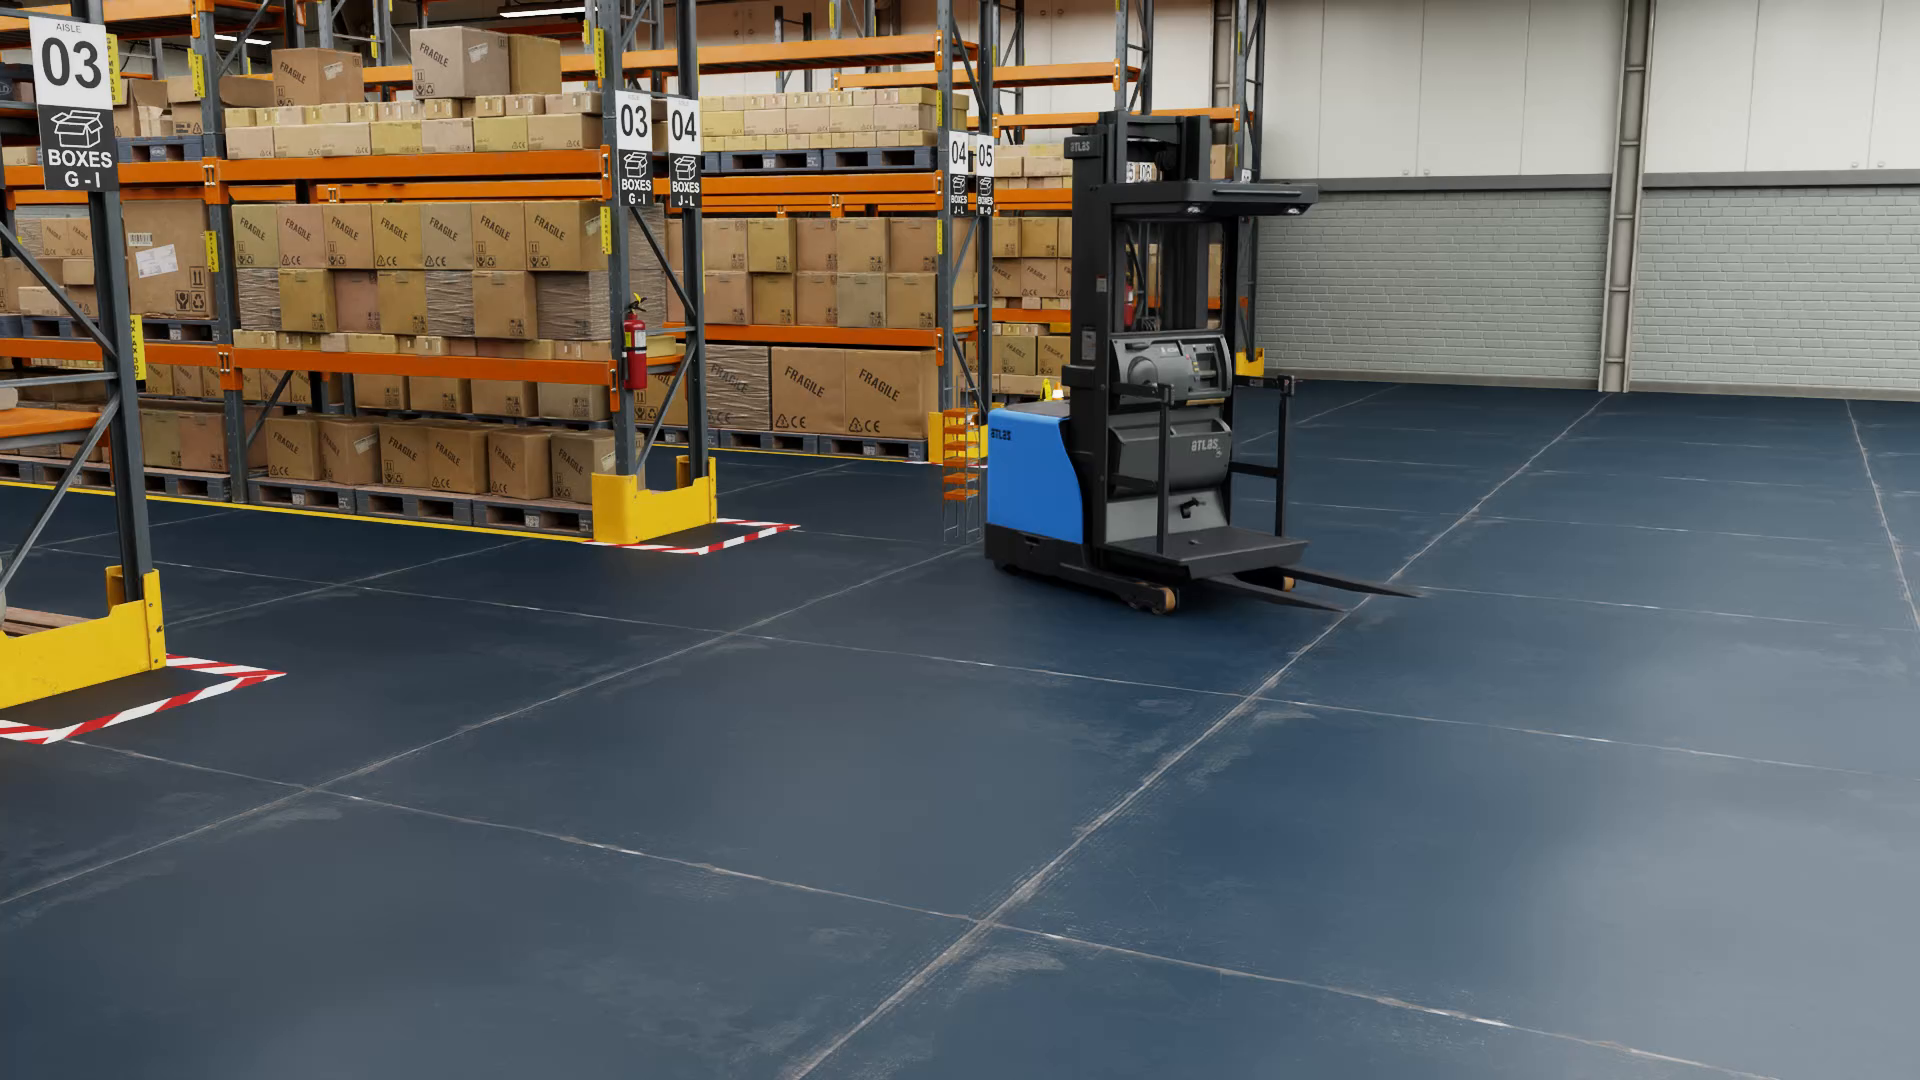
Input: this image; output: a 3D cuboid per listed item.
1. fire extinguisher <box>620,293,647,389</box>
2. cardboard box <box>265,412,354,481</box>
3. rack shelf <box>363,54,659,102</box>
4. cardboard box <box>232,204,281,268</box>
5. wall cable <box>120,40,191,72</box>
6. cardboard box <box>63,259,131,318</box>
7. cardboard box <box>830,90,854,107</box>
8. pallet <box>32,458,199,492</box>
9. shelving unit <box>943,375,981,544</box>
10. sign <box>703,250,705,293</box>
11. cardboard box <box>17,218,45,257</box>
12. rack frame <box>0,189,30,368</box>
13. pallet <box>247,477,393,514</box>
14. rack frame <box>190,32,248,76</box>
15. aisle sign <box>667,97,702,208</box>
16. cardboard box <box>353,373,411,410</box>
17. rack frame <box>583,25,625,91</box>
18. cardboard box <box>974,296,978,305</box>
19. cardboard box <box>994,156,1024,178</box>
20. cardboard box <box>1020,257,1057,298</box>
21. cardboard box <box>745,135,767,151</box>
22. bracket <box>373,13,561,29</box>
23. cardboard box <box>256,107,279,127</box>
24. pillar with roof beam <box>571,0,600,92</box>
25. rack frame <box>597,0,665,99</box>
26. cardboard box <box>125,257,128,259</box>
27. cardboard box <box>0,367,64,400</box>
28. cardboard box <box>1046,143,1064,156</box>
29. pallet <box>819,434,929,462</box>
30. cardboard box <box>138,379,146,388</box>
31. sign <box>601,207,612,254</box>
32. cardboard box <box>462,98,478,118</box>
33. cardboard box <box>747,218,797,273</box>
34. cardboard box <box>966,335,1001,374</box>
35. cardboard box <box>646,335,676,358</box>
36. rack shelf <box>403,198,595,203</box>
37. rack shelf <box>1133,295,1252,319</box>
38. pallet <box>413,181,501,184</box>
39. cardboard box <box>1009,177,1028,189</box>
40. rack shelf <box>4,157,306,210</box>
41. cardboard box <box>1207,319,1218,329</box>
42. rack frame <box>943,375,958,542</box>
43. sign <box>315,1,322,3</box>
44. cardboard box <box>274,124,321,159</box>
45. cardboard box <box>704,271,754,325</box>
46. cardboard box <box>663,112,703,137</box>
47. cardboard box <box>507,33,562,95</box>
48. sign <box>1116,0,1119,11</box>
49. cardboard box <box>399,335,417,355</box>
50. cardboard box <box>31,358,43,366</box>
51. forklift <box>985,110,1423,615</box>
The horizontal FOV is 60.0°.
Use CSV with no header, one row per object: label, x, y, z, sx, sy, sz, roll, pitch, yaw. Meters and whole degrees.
fire extinguisher,-2.329,-1.420,11.868,0.183,0.674,0.296,5,11,26
cardboard box,-5.474,-0.794,14.035,0.500,0.500,0.500,5,11,24
rack shelf,-5.323,-5.198,18.828,4.000,0.370,1.077,5,11,26
cardboard box,-5.524,-2.467,13.515,0.500,0.500,0.500,5,11,26
wall cable,-15.815,-8.319,32.824,0.133,3.039,2.988,5,11,26
cardboard box,-7.410,-2.235,14.686,0.637,0.503,0.797,6,12,32
cardboard box,-1.080,-4.358,16.469,0.250,0.149,0.380,5,12,27
pallet,-7.612,-0.640,15.175,1.213,0.211,1.003,5,11,26
shelving unit,0.013,-0.589,12.117,0.189,1.200,0.258,5,11,26
sign,-1.988,-2.053,12.719,0.005,0.325,0.100,5,11,26
cardboard box,-12.164,-4.034,22.173,0.500,0.500,0.500,5,12,27
rack frame,-9.402,-2.171,15.801,0.127,3.000,1.000,5,11,26
pallet,-5.197,-0.436,14.046,1.213,0.211,1.003,5,11,26
rack frame,-12.191,-7.336,27.495,0.127,3.000,1.000,5,11,26
aisle sign,-2.039,-2.862,12.324,0.004,0.787,0.394,5,11,26
cardboard box,-6.610,-1.992,19.952,0.750,0.750,1.050,5,11,25
rack frame,-6.411,-7.814,30.135,0.127,3.000,1.000,5,11,26
cardboard box,0.365,-3.118,21.742,0.250,0.149,0.380,5,11,26
cardboard box,0.661,-4.749,21.209,0.500,0.250,0.500,5,12,27
cardboard box,1.102,-3.357,21.243,0.500,0.500,0.500,5,11,26
cardboard box,-1.989,-4.045,16.980,0.250,0.149,0.380,5,11,27
bracket,-9.476,-9.963,31.902,4.783,0.066,0.076,5,11,26
cardboard box,-5.391,-3.369,13.301,0.250,0.149,0.380,4,11,23
pillar with roof beam,-8.542,-7.325,27.435,0.548,9.000,9.100,5,11,26
rack frame,-3.529,-5.592,17.858,0.127,3.000,1.000,5,11,26
cardboard box,-10.554,-3.541,21.230,0.250,0.149,0.380,6,12,29
cardboard box,-8.788,-1.478,15.652,0.500,0.250,0.500,6,12,28
cardboard box,1.272,-4.891,20.875,0.250,0.149,0.380,5,11,25
pallet,-0.694,-1.003,17.178,1.213,0.211,1.003,5,11,26
cardboard box,-10.888,-2.154,22.534,0.250,0.149,0.380,4,11,23
sign,-2.491,-2.178,11.705,0.005,0.325,0.100,5,11,26
cardboard box,-3.492,-3.209,12.419,0.250,0.149,0.380,5,11,26
cardboard box,-1.767,-3.080,17.375,0.500,0.550,0.875,5,11,26
cardboard box,0.405,-2.449,21.772,0.500,0.500,0.500,5,11,24
cardboard box,-2.378,-1.477,12.675,0.250,0.149,0.380,5,11,26
rack shelf,-6.810,-5.033,25.214,4.000,0.370,1.077,5,11,26
rack shelf,2.557,-3.720,26.379,4.000,0.370,1.077,5,11,26
pallet,-5.511,-4.208,19.166,1.213,0.211,1.003,6,12,28
cardboard box,0.811,-4.542,21.187,0.250,0.149,0.380,5,11,25
rack shelf,-7.608,-3.135,14.727,4.000,0.370,1.077,5,11,26
cardboard box,3.799,-3.248,25.488,0.500,0.250,0.500,5,12,28
rack frame,-0.069,-0.596,12.157,0.006,1.200,0.240,5,11,26
sign,-7.348,-6.318,19.026,0.005,0.325,0.100,5,11,26
cardboard box,-5.048,-3.140,13.158,0.500,0.250,0.500,5,11,25
cardboard box,-2.258,-2.585,17.670,0.550,0.550,0.875,5,11,26
cardboard box,-2.762,-4.321,17.387,0.500,0.250,0.500,5,11,25
cardboard box,-3.439,-3.618,12.855,0.500,0.500,0.500,5,11,26
sign,1.894,-6.525,19.950,0.005,0.325,0.100,5,11,26
cardboard box,-4.160,-1.538,13.013,0.250,0.149,0.380,5,11,26
cardboard box,-12.340,-2.444,22.467,0.250,0.149,0.380,5,11,24
forklift,1.433,-1.098,10.068,1.130,2.935,3.031,-7,13,-35
